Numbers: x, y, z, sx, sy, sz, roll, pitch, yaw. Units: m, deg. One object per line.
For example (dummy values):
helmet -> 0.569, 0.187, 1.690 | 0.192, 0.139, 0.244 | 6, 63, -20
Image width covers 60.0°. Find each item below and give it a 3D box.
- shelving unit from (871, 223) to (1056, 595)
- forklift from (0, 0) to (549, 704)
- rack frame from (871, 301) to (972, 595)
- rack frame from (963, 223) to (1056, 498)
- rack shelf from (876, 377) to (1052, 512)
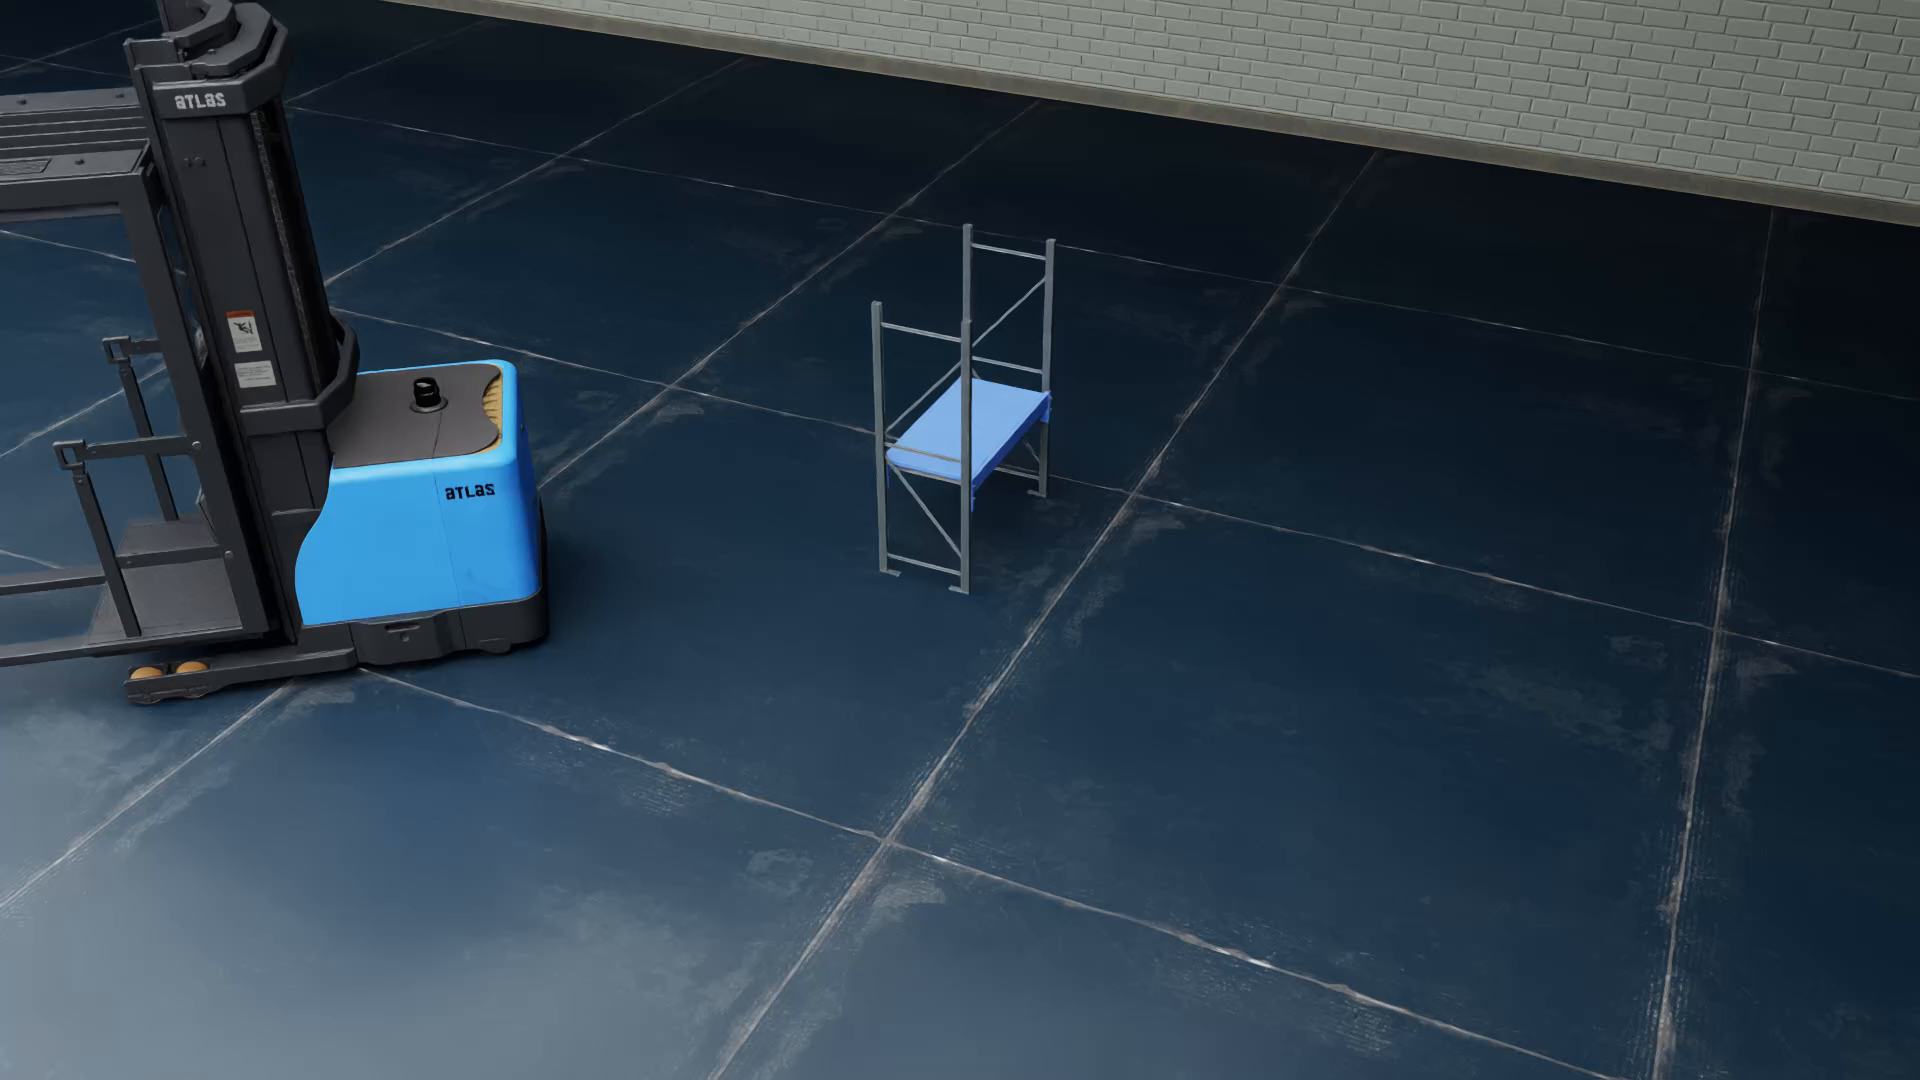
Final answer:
shelving unit -> 0.036, -0.670, 8.404 | 0.538, 1.500, 1.048 | 14, 36, 20
forklift -> -3.544, -0.794, 7.289 | 3.031, 2.935, 1.130 | -7, 34, -10
rack frame -> -0.177, -0.417, 8.017 | 0.500, 1.500, 0.032 | 14, 36, 20
rack frame -> 0.248, -0.923, 8.790 | 0.500, 1.500, 0.032 | 14, 36, 20
rack shelf -> 0.036, -0.519, 8.502 | 0.538, 0.185, 1.000 | 14, 36, 20
